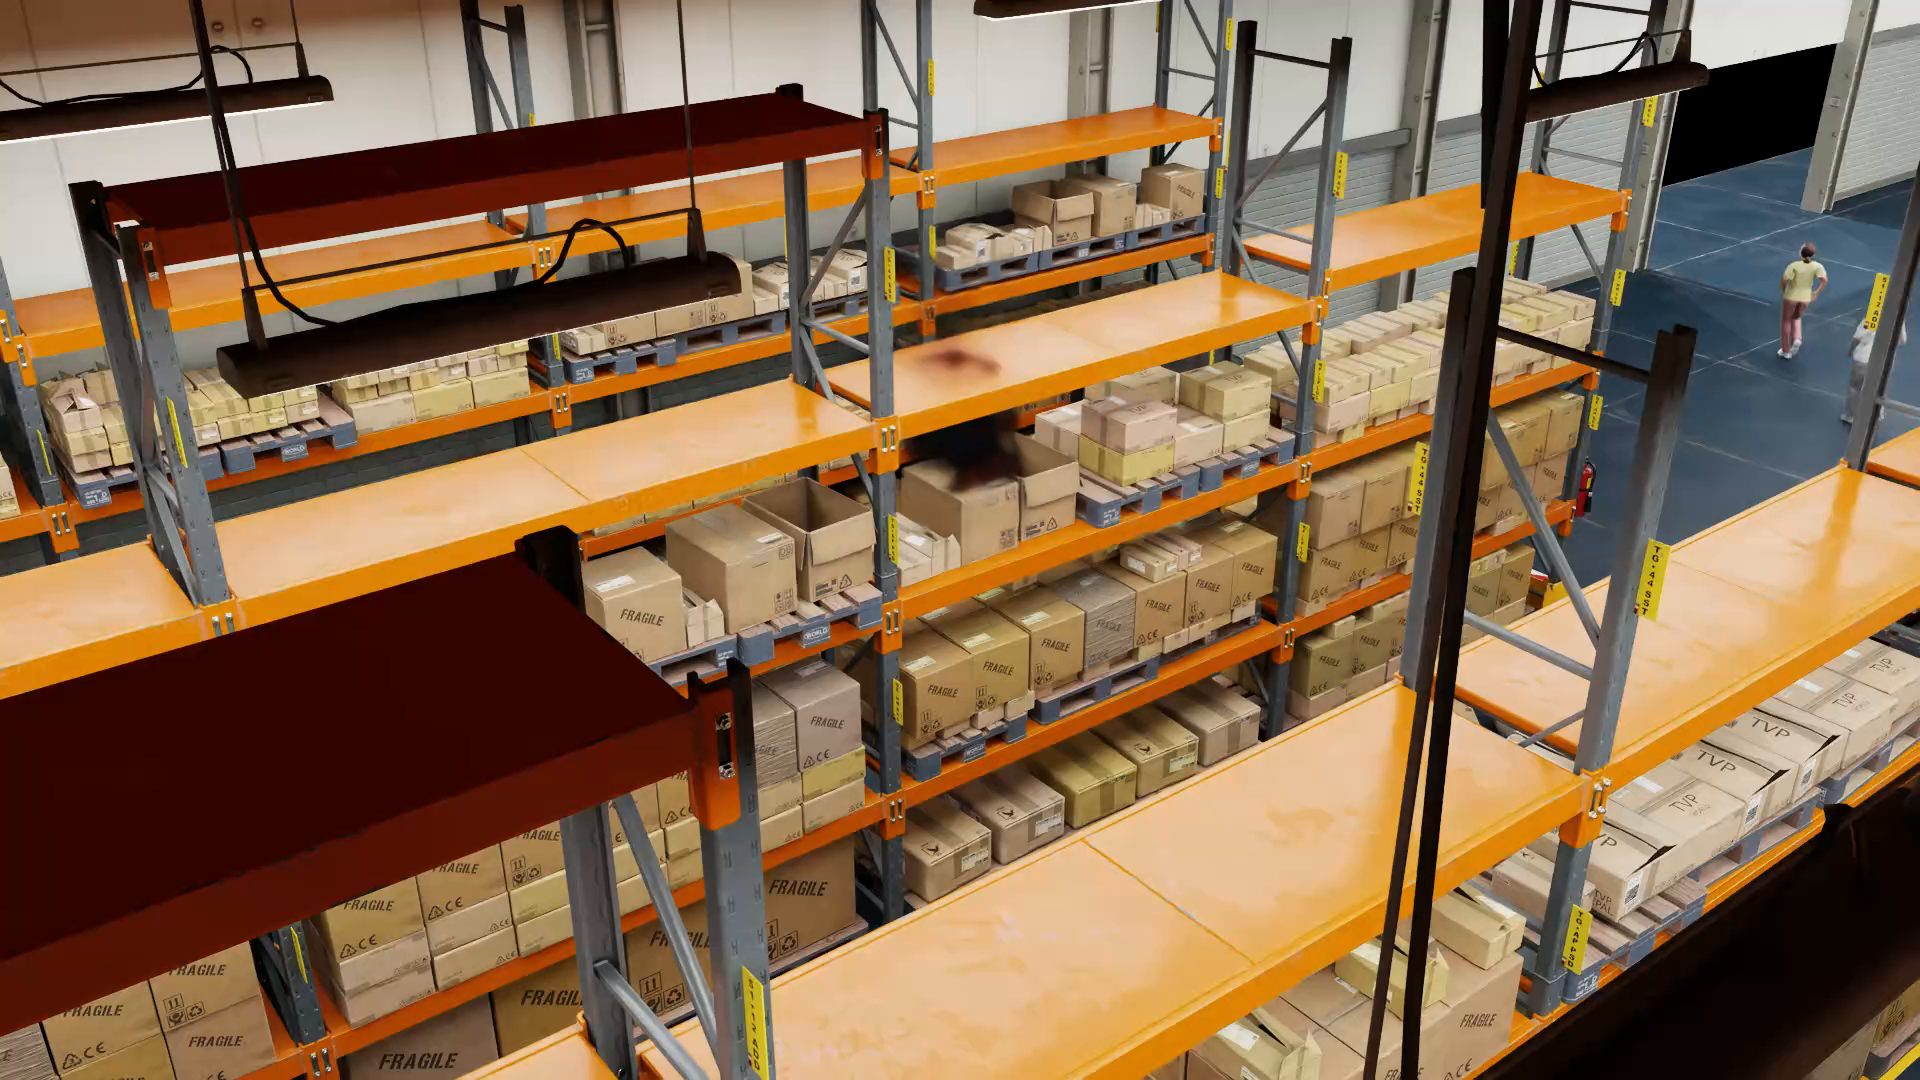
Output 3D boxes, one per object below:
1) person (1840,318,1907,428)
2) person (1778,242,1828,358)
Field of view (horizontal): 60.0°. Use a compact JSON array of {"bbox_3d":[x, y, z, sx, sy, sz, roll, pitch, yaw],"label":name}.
[{"bbox_3d":[11.334,-2.216,20.657,0.685,1.773,0.771,2,26,5],"label":"person"},{"bbox_3d":[11.618,-3.323,23.066,0.585,1.614,0.512,5,26,9],"label":"person"}]
